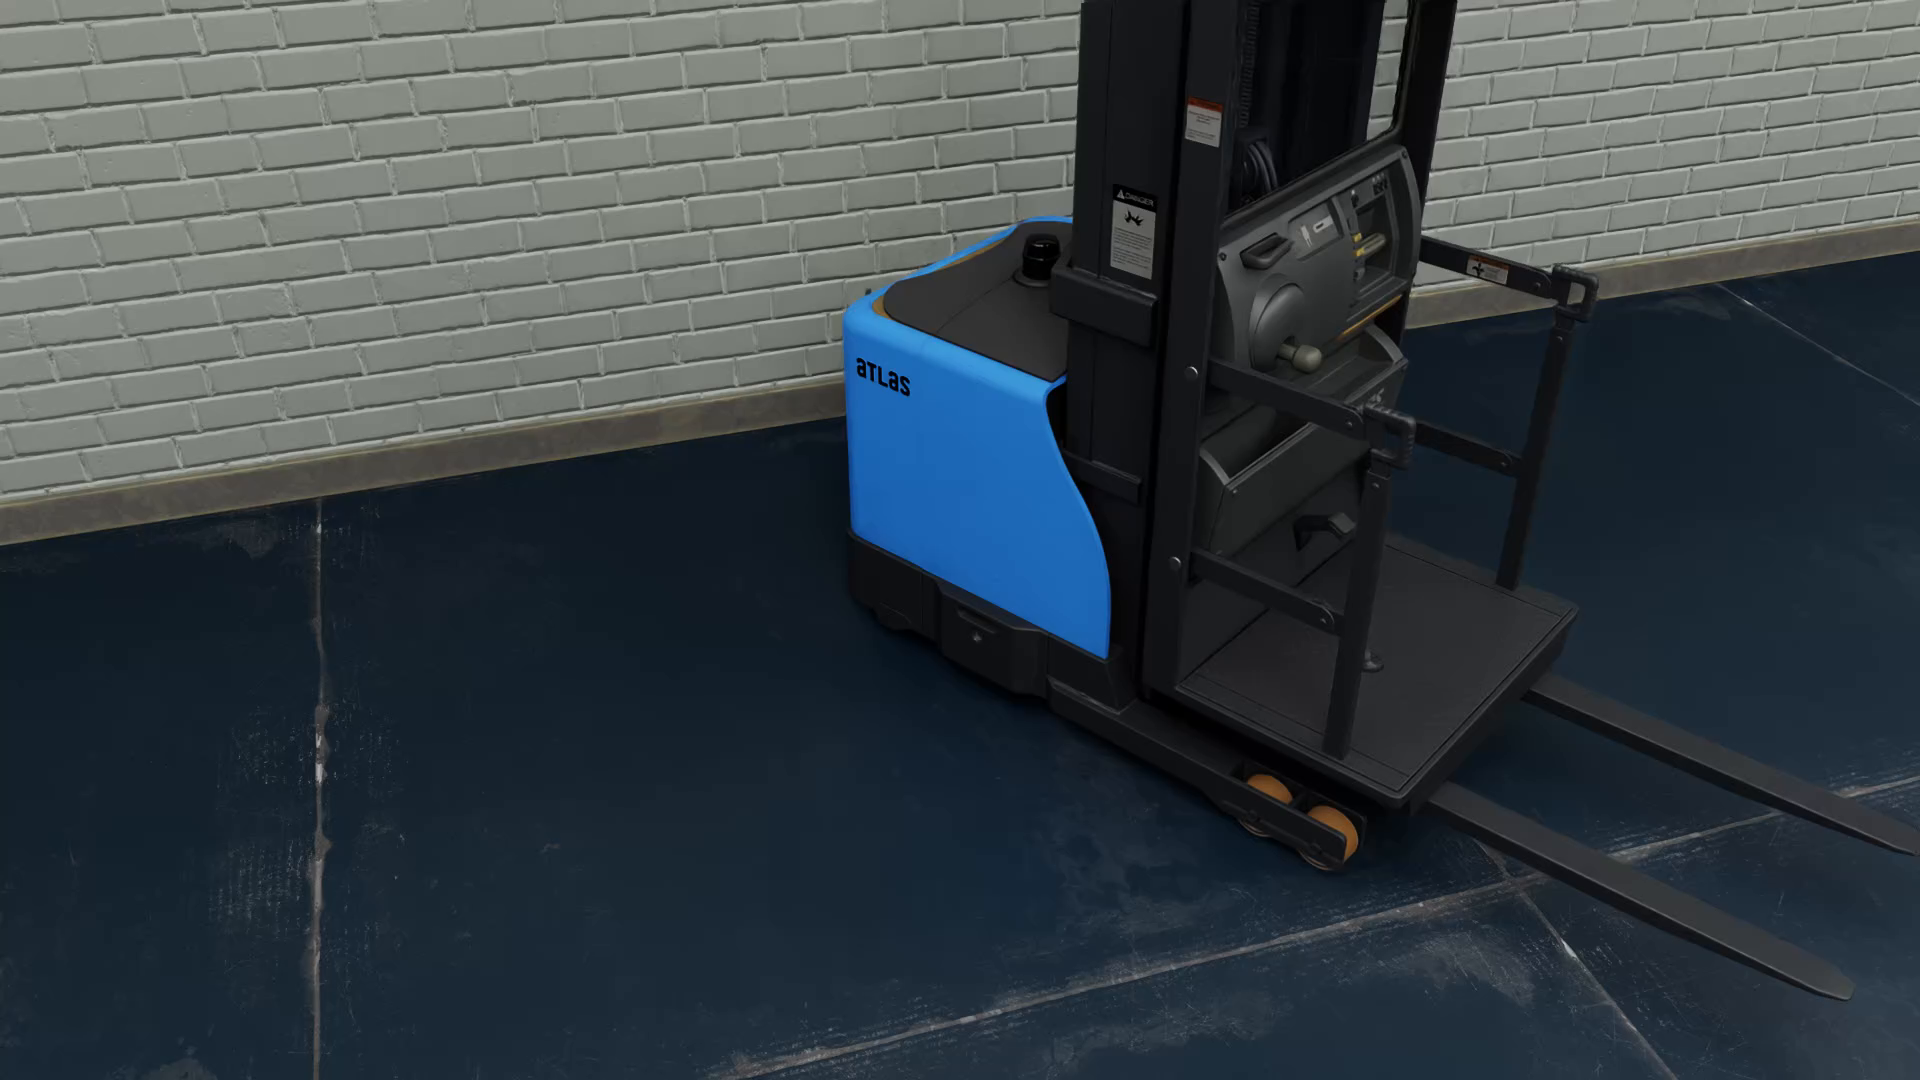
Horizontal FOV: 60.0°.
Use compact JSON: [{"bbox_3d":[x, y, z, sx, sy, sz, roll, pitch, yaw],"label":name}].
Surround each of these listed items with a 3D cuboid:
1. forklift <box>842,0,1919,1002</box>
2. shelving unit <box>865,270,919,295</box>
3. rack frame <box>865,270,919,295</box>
[{"bbox_3d":[1.085,-0.677,4.116,3.031,2.935,1.130,25,41,33],"label":"forklift"},{"bbox_3d":[-0.144,-0.428,5.582,0.258,0.900,0.210,-26,41,-33],"label":"shelving unit"},{"bbox_3d":[-0.211,-0.471,5.646,0.240,0.900,0.006,-26,41,-33],"label":"rack frame"}]
